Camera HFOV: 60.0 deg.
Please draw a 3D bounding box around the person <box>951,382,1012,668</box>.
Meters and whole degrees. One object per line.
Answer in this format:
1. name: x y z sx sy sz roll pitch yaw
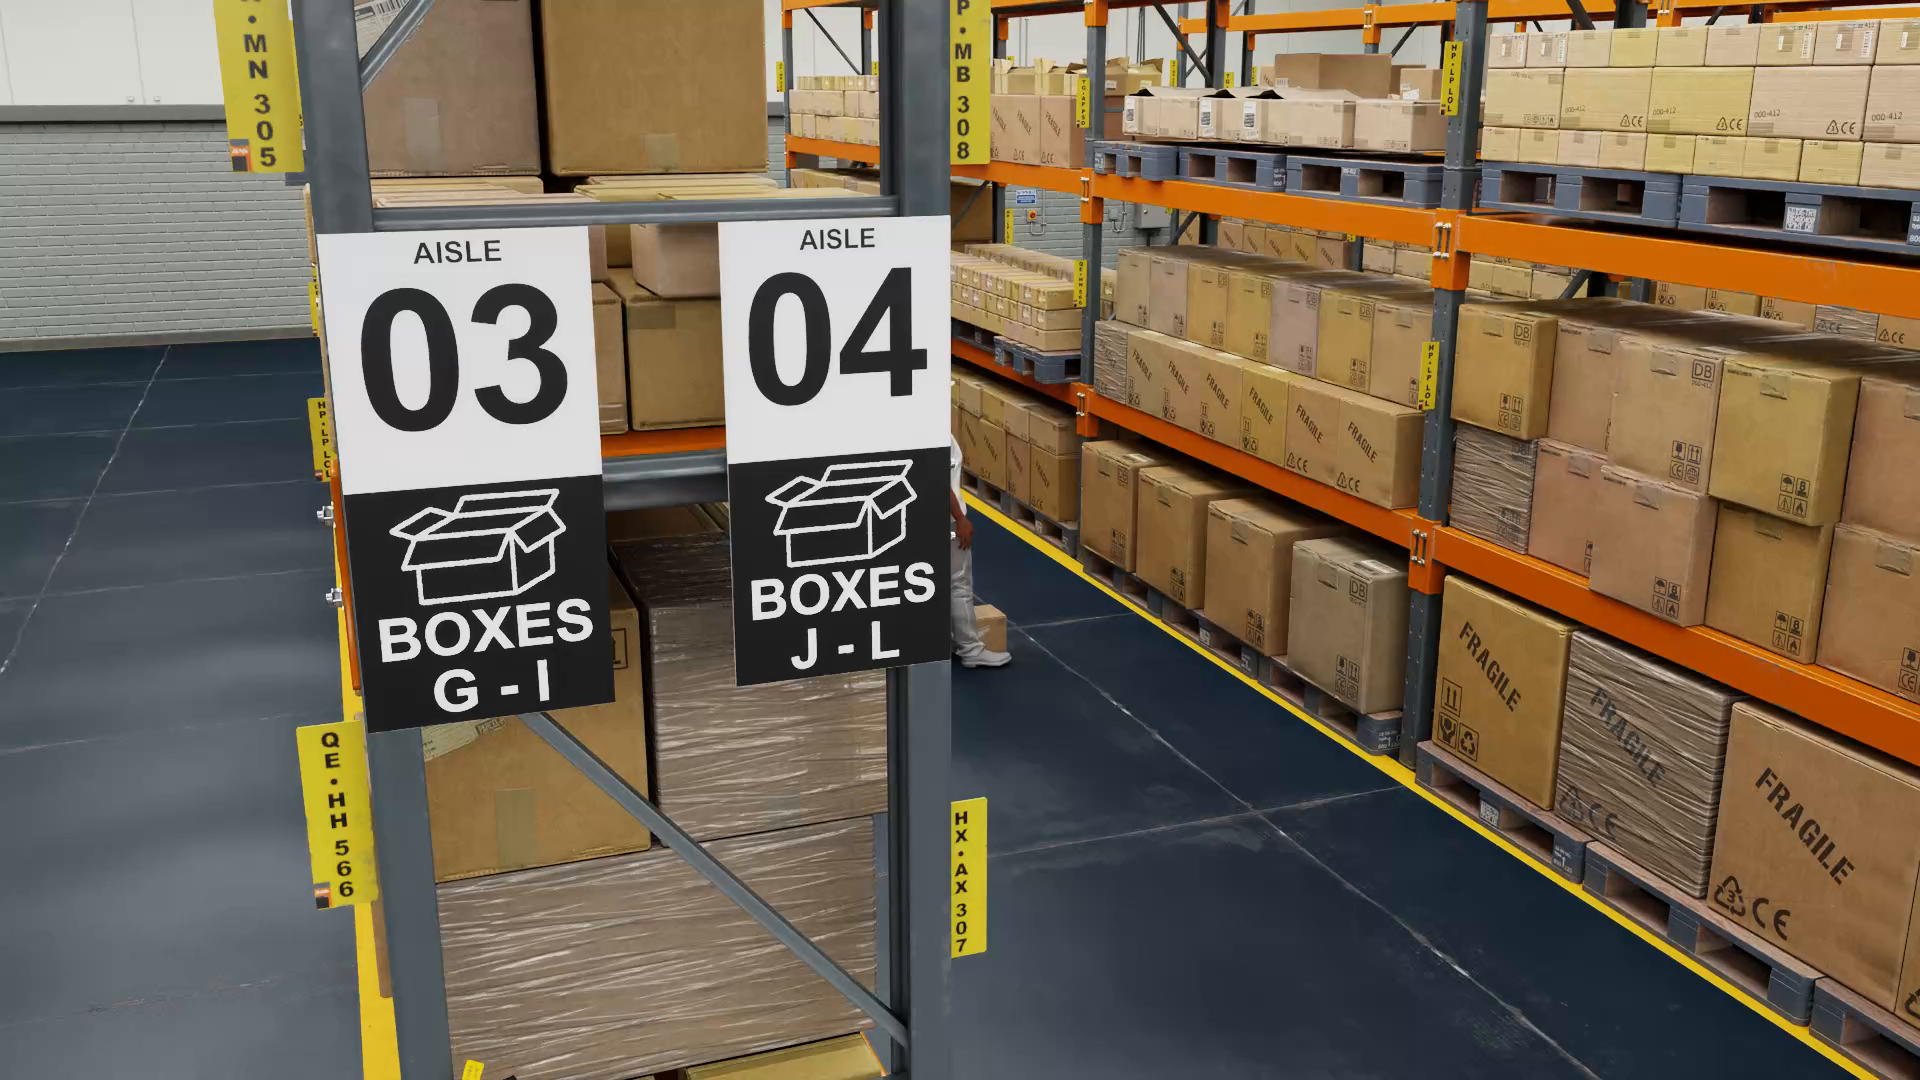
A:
1. person: -0.053 -0.147 9.974 0.577 1.765 0.666 -6 17 -20
